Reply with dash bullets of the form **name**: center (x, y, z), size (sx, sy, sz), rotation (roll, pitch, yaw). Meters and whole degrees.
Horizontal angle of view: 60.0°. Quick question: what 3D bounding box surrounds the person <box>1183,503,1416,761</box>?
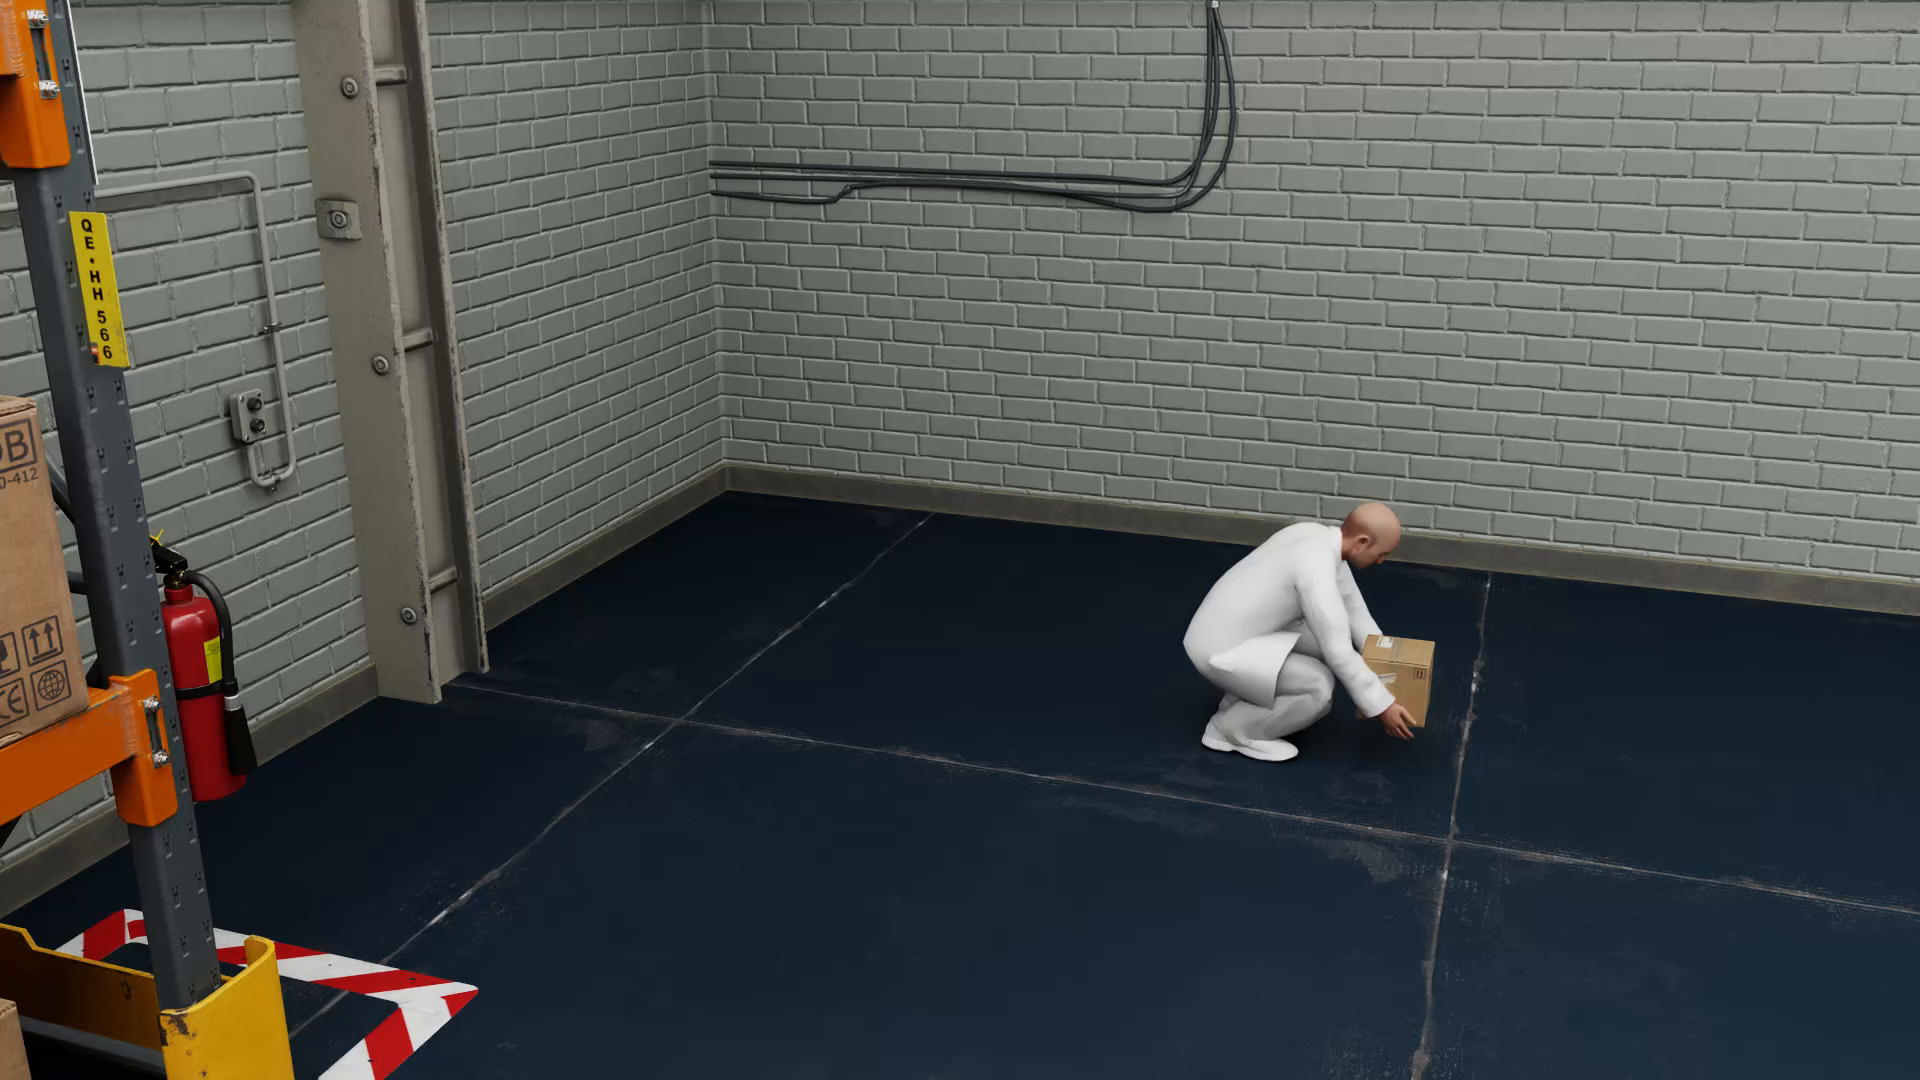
- **person**: center (1.313, 0.329, 6.344), size (0.902, 0.996, 0.592), rotation (6, 19, 18)
